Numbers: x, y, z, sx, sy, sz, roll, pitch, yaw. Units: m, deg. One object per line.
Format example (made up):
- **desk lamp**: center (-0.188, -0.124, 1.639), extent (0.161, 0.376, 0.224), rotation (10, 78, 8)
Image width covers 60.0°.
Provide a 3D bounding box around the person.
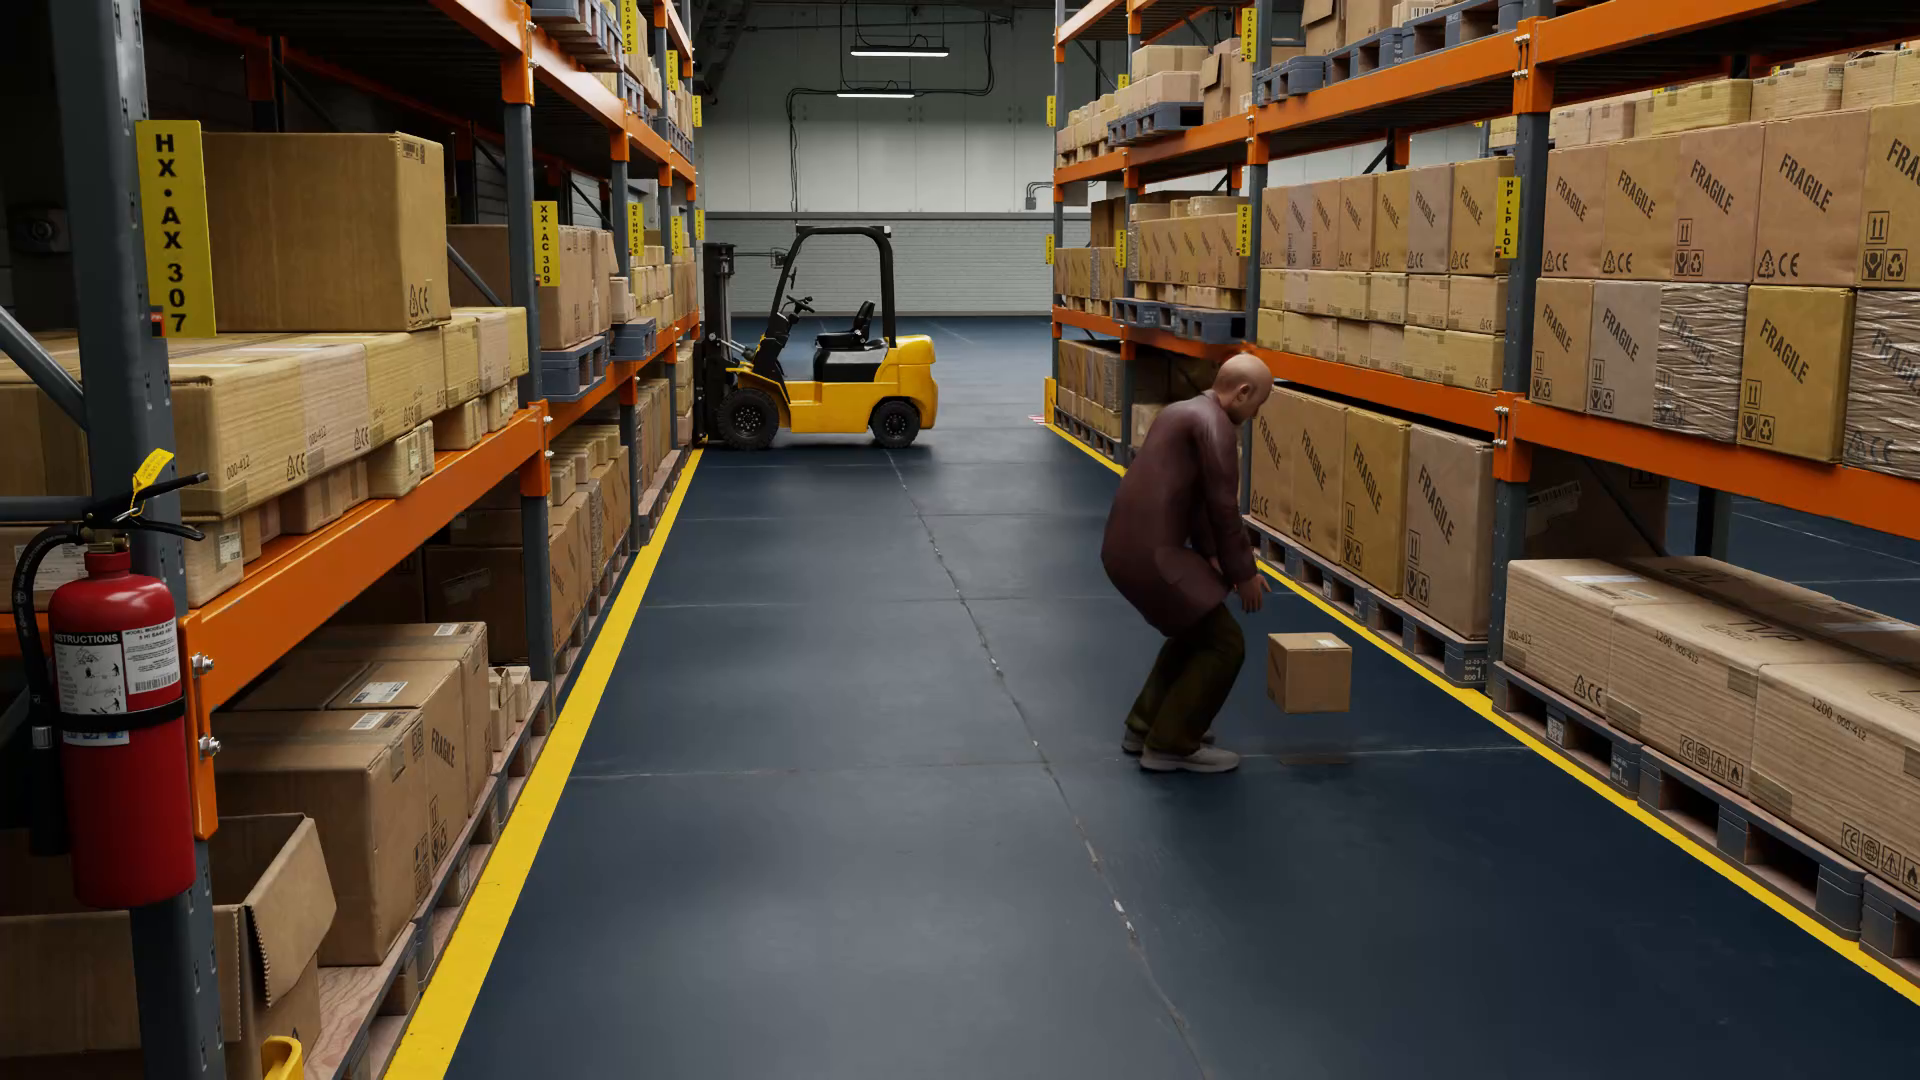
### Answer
- **person**: center (0.842, 0.079, 6.240), extent (0.636, 1.526, 0.626), rotation (-1, 10, -6)
